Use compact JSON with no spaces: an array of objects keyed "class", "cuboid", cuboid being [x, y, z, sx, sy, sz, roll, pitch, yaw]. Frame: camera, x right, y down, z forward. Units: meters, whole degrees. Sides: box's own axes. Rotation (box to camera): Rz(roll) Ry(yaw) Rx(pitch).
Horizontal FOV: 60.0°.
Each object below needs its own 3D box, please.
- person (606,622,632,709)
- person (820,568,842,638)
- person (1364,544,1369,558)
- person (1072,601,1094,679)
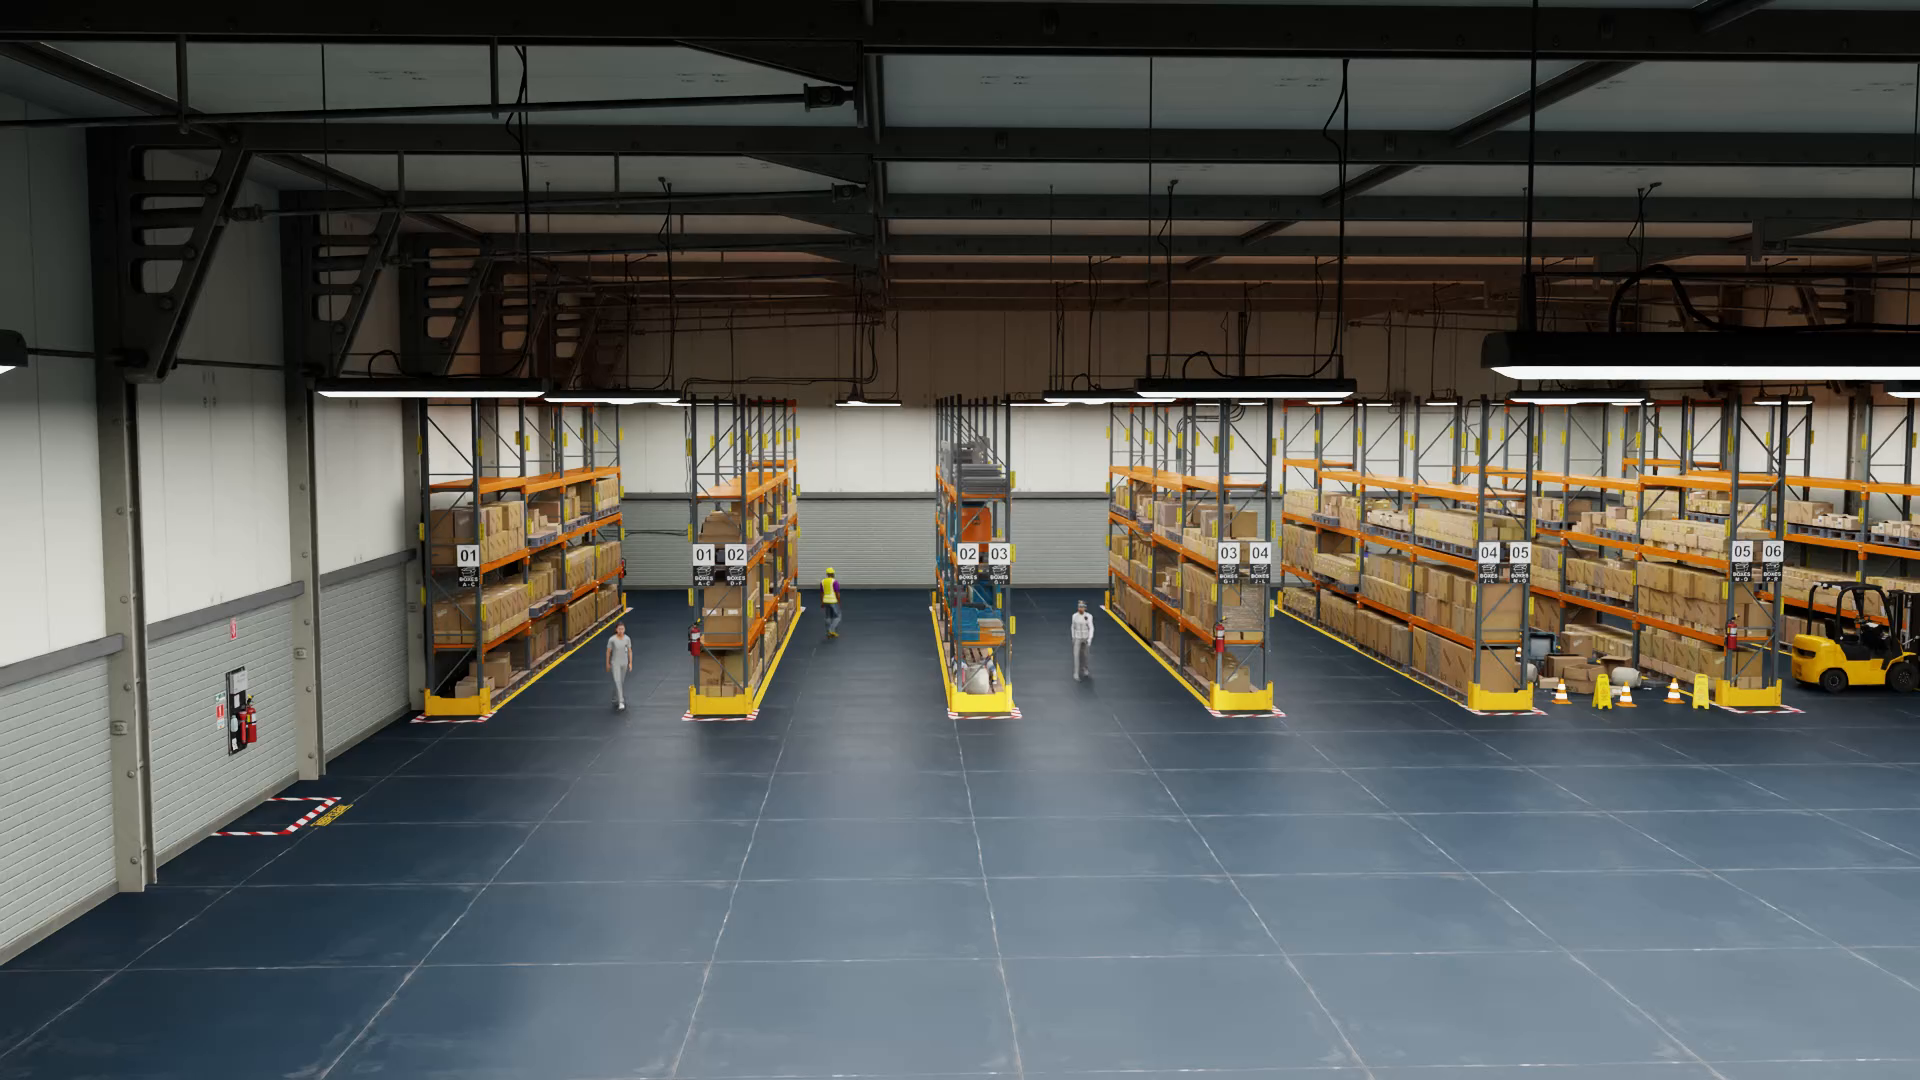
[{"class":"person","cuboid":[-6.513,2.377,31.873,0.479,1.618,0.974,-4,6,-39]},{"class":"person","cuboid":[-3.240,1.577,41.570,0.607,1.768,0.497,3,6,35]},{"class":"person","cuboid":[12.145,0.965,49.998,0.456,1.689,0.482,-2,5,-26]},{"class":"person","cuboid":[2.598,2.101,35.355,0.501,1.630,0.948,1,5,11]}]
